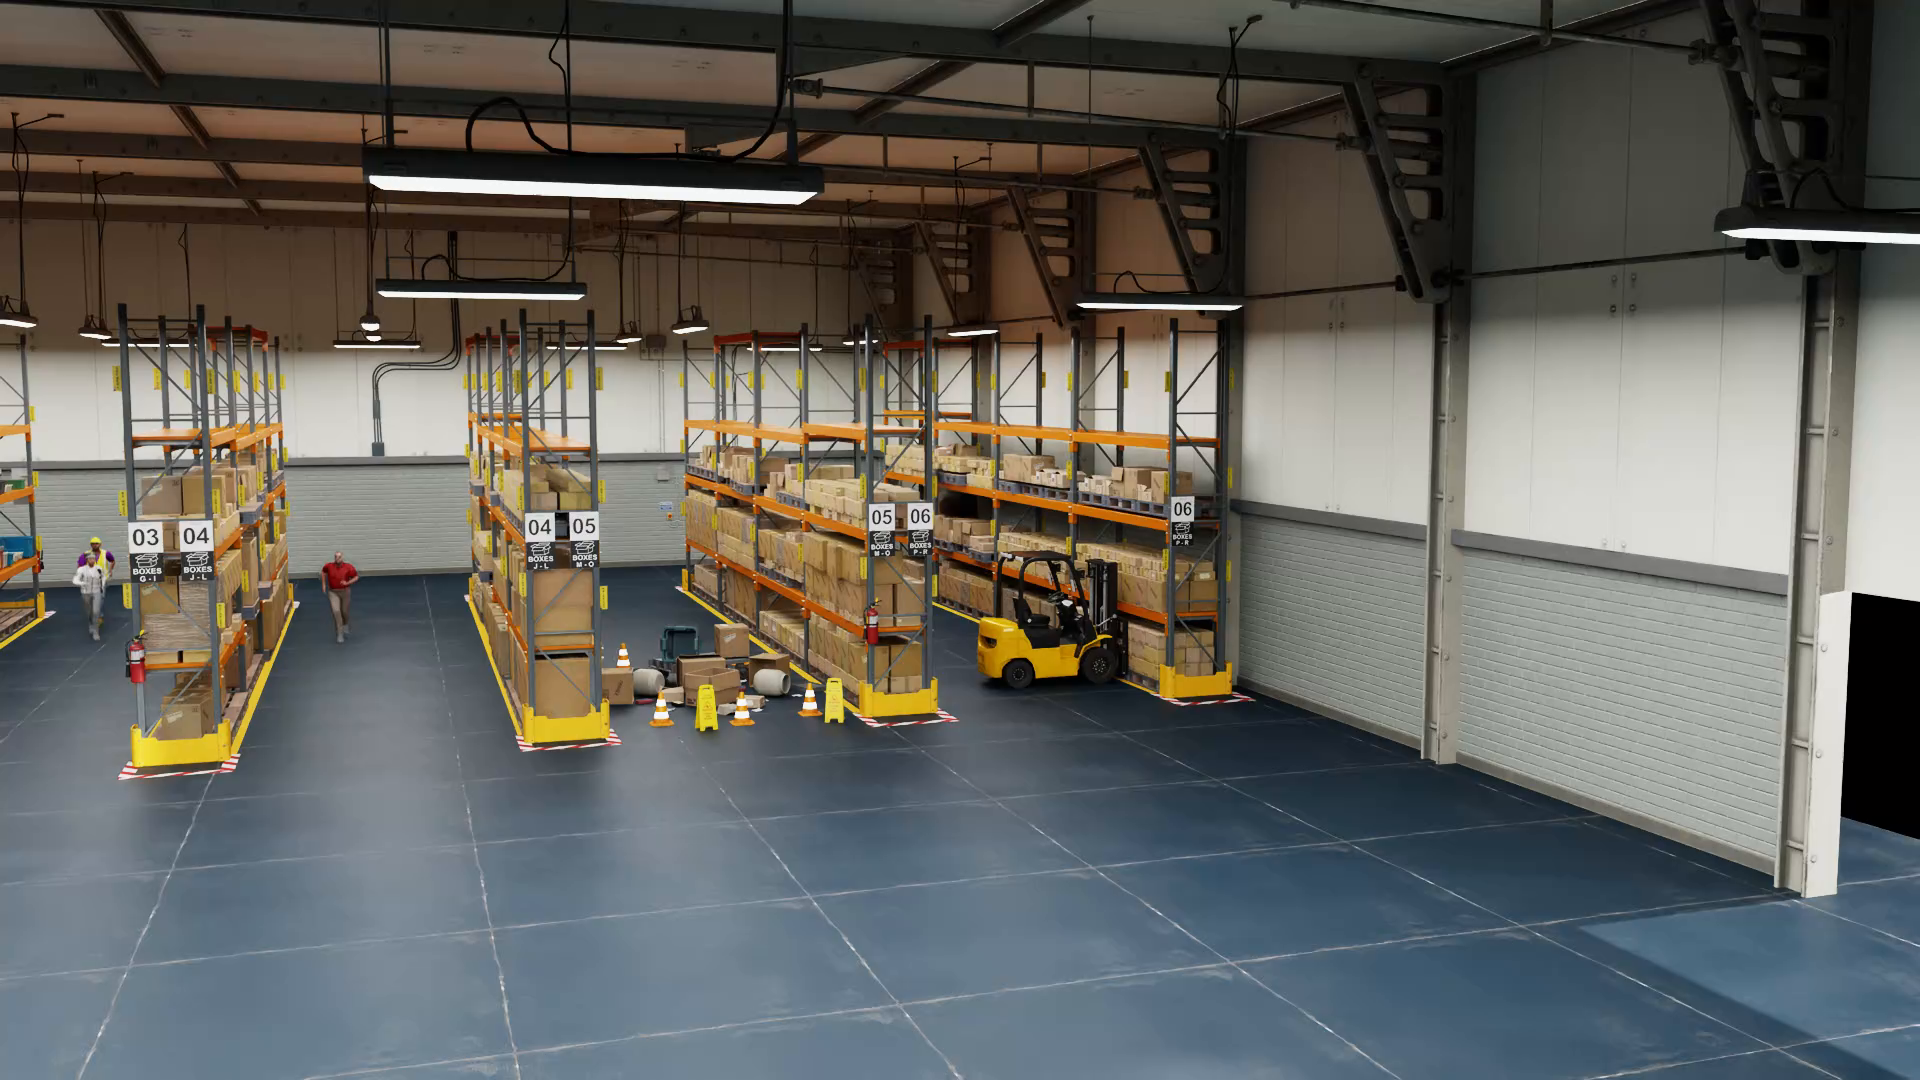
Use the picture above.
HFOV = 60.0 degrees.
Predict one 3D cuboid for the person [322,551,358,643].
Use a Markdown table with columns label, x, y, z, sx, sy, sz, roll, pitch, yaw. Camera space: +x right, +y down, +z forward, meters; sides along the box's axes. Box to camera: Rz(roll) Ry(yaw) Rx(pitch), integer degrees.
| label | x | y | z | sx | sy | sz | roll | pitch | yaw |
| --- | --- | --- | --- | --- | --- | --- | --- | --- | --- |
| person | -12.060 | 1.085 | 32.371 | 0.687 | 1.760 | 0.996 | -2 | 6 | -16 |

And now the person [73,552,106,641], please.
| label | x | y | z | sx | sy | sz | roll | pitch | yaw |
| --- | --- | --- | --- | --- | --- | --- | --- | --- | --- |
| person | -17.036 | 1.074 | 32.579 | 0.593 | 1.715 | 0.862 | -3 | 6 | -31 |

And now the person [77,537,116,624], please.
| label | x | y | z | sx | sy | sz | roll | pitch | yaw |
| --- | --- | --- | --- | --- | --- | --- | --- | --- | --- |
| person | -17.951 | 0.820 | 34.588 | 0.704 | 1.766 | 0.894 | -3 | 6 | -25 |
